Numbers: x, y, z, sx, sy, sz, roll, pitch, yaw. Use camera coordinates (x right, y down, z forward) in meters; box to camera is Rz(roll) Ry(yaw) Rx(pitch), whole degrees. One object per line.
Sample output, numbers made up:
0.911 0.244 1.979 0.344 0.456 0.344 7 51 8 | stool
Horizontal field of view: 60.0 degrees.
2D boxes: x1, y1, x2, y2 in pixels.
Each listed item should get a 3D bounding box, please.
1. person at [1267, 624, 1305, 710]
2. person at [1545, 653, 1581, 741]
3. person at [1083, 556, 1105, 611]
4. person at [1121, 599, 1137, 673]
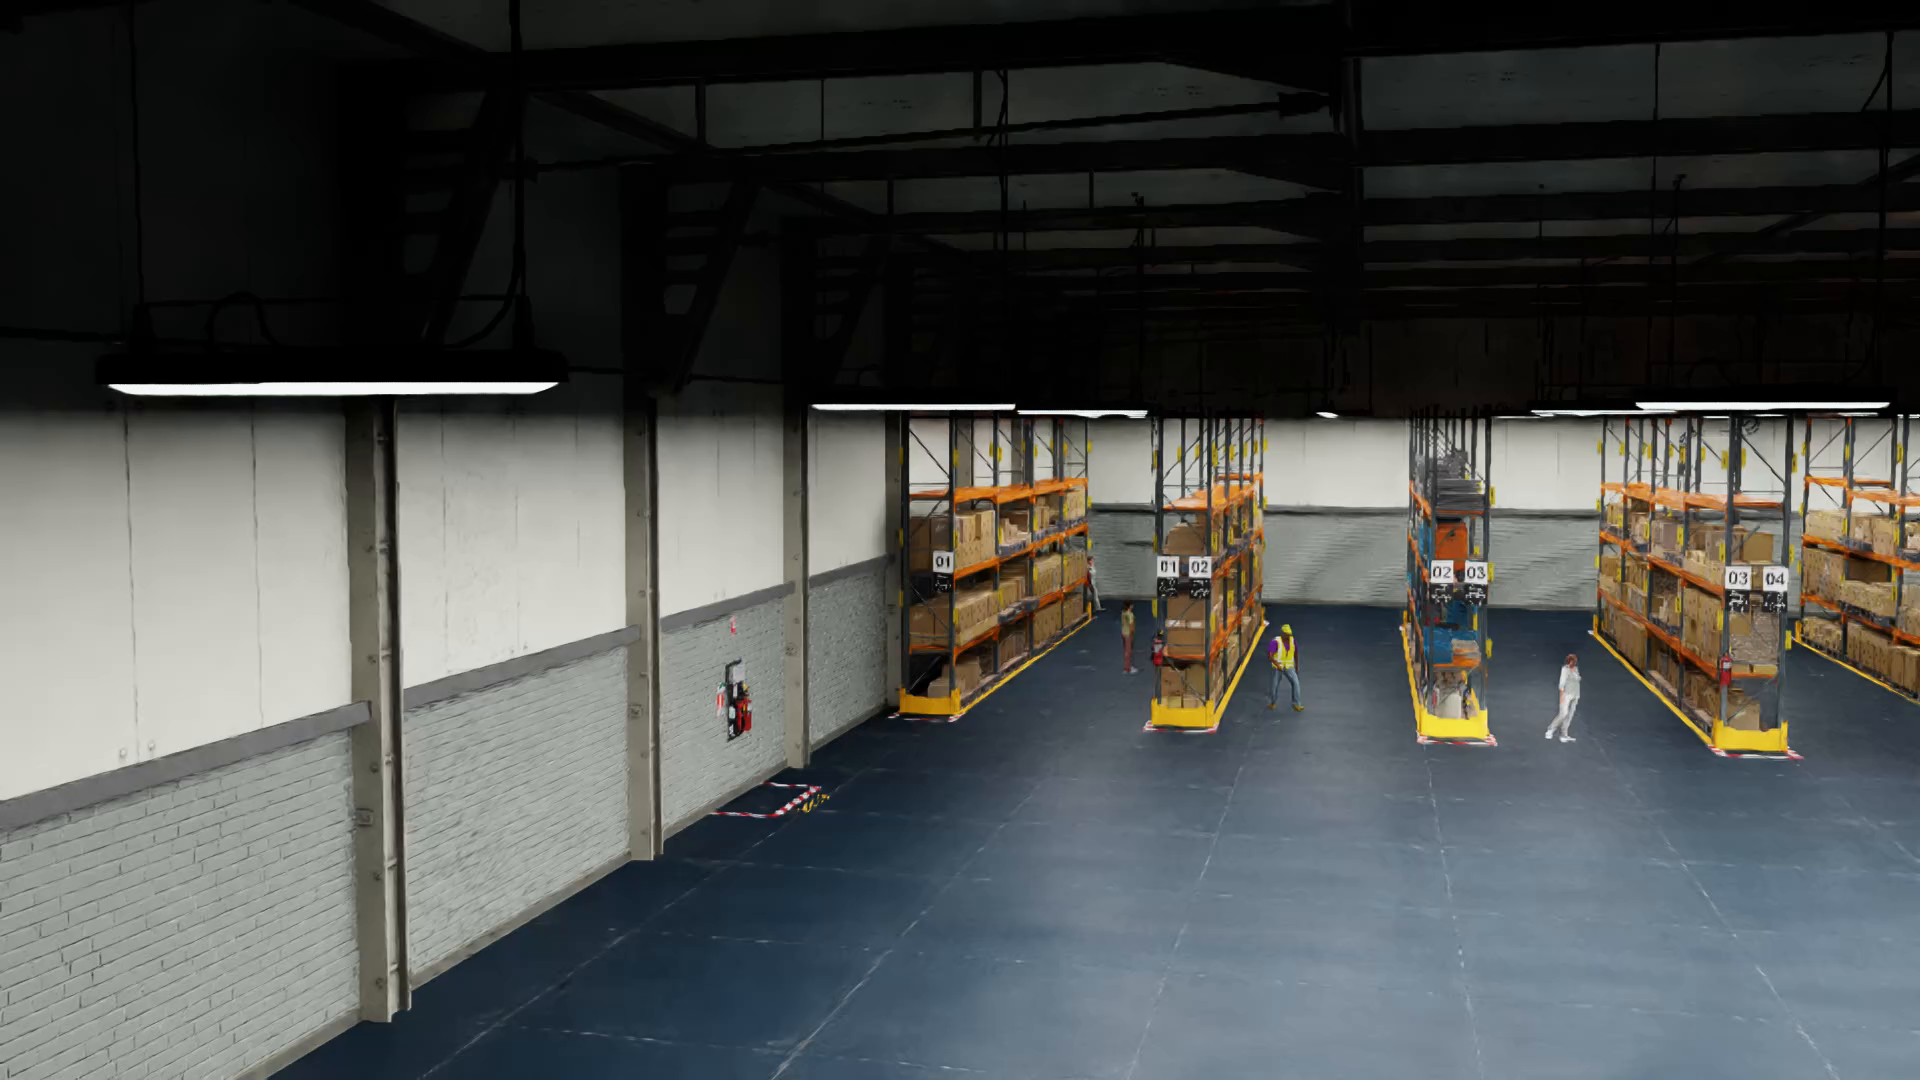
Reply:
6.403 2.504 32.894 0.702 1.705 0.780 0 4 -7 | person
10.752 2.799 29.648 0.569 1.586 0.465 -2 5 -30 | person
3.929 1.305 49.855 0.688 1.658 0.566 -3 5 -38 | person
3.856 2.168 37.711 0.434 1.671 0.494 -1 4 -17 | person
